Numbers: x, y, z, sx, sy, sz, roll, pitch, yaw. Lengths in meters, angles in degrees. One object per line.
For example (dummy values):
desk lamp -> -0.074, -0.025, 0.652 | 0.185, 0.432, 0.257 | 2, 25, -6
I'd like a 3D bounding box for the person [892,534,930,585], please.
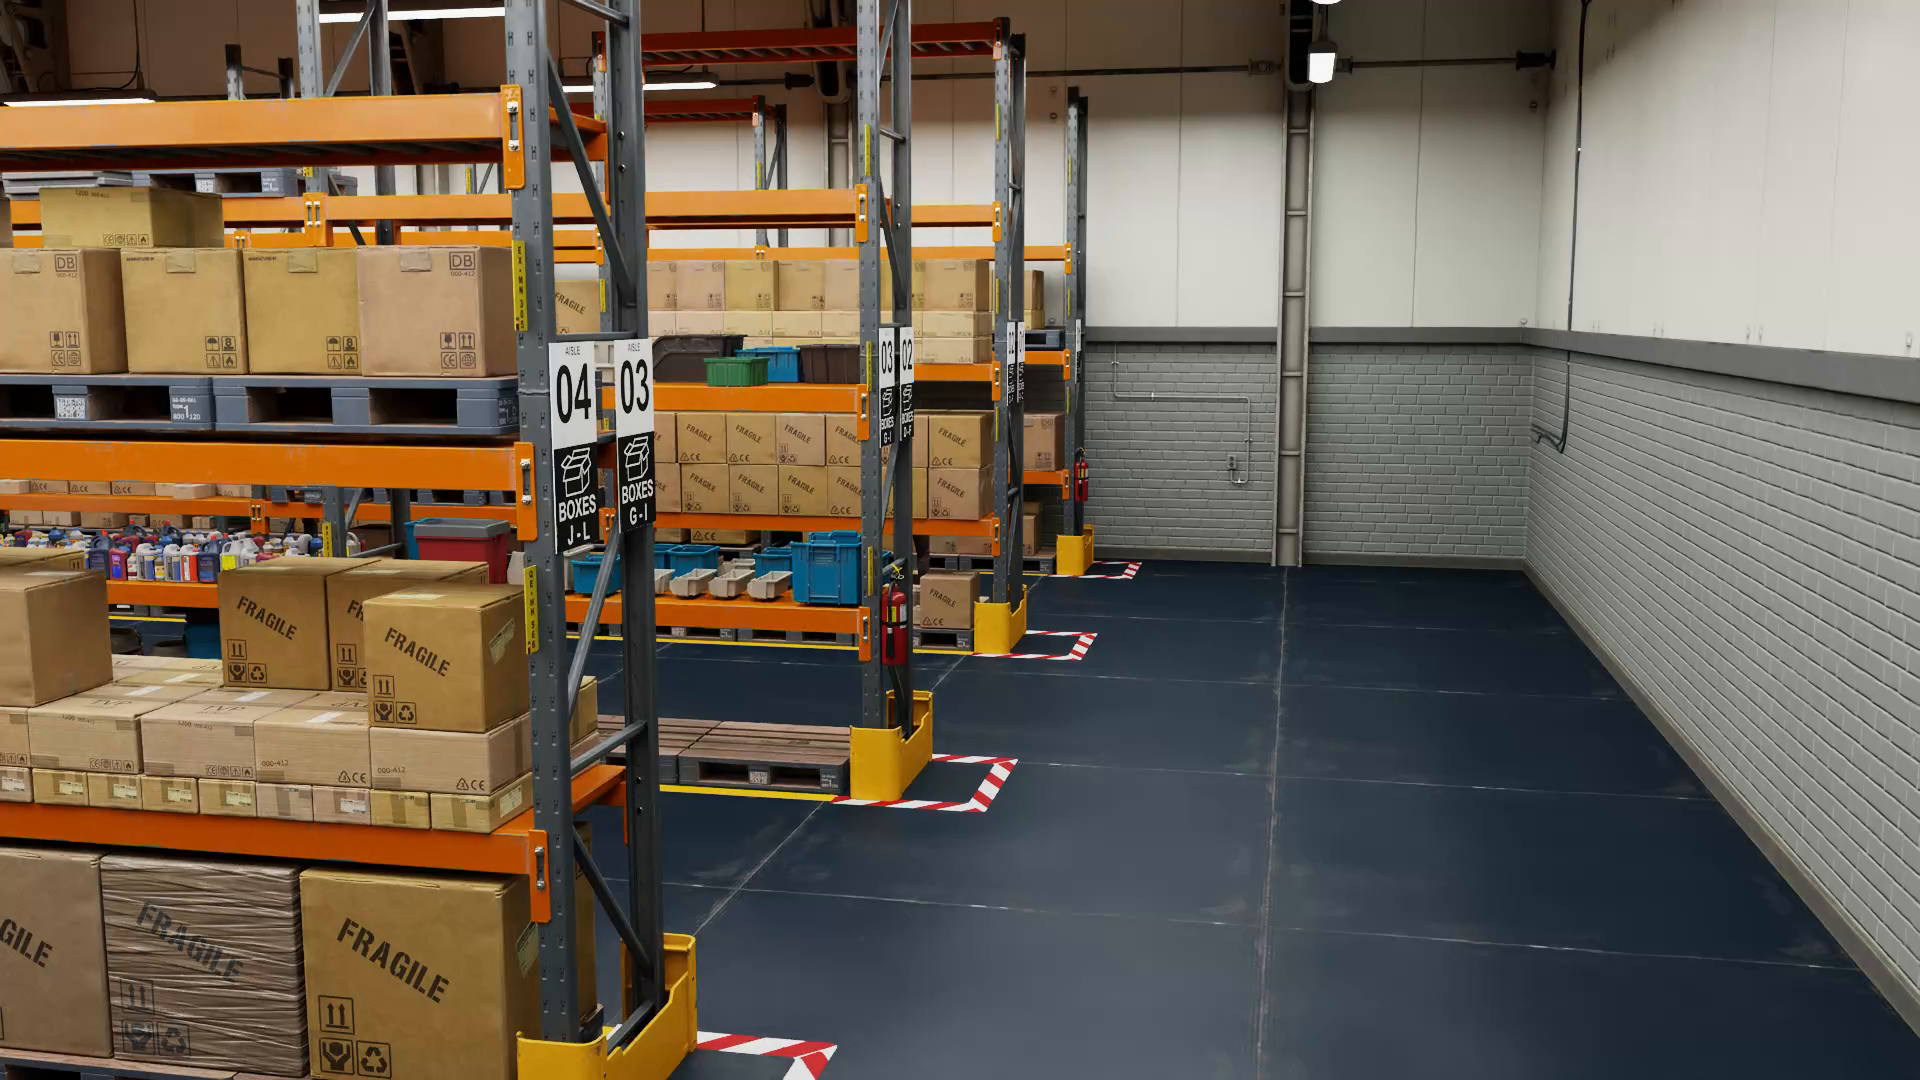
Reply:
person -> -0.576, -0.189, 19.259 | 0.591, 1.722, 0.465 | 1, 8, 9
